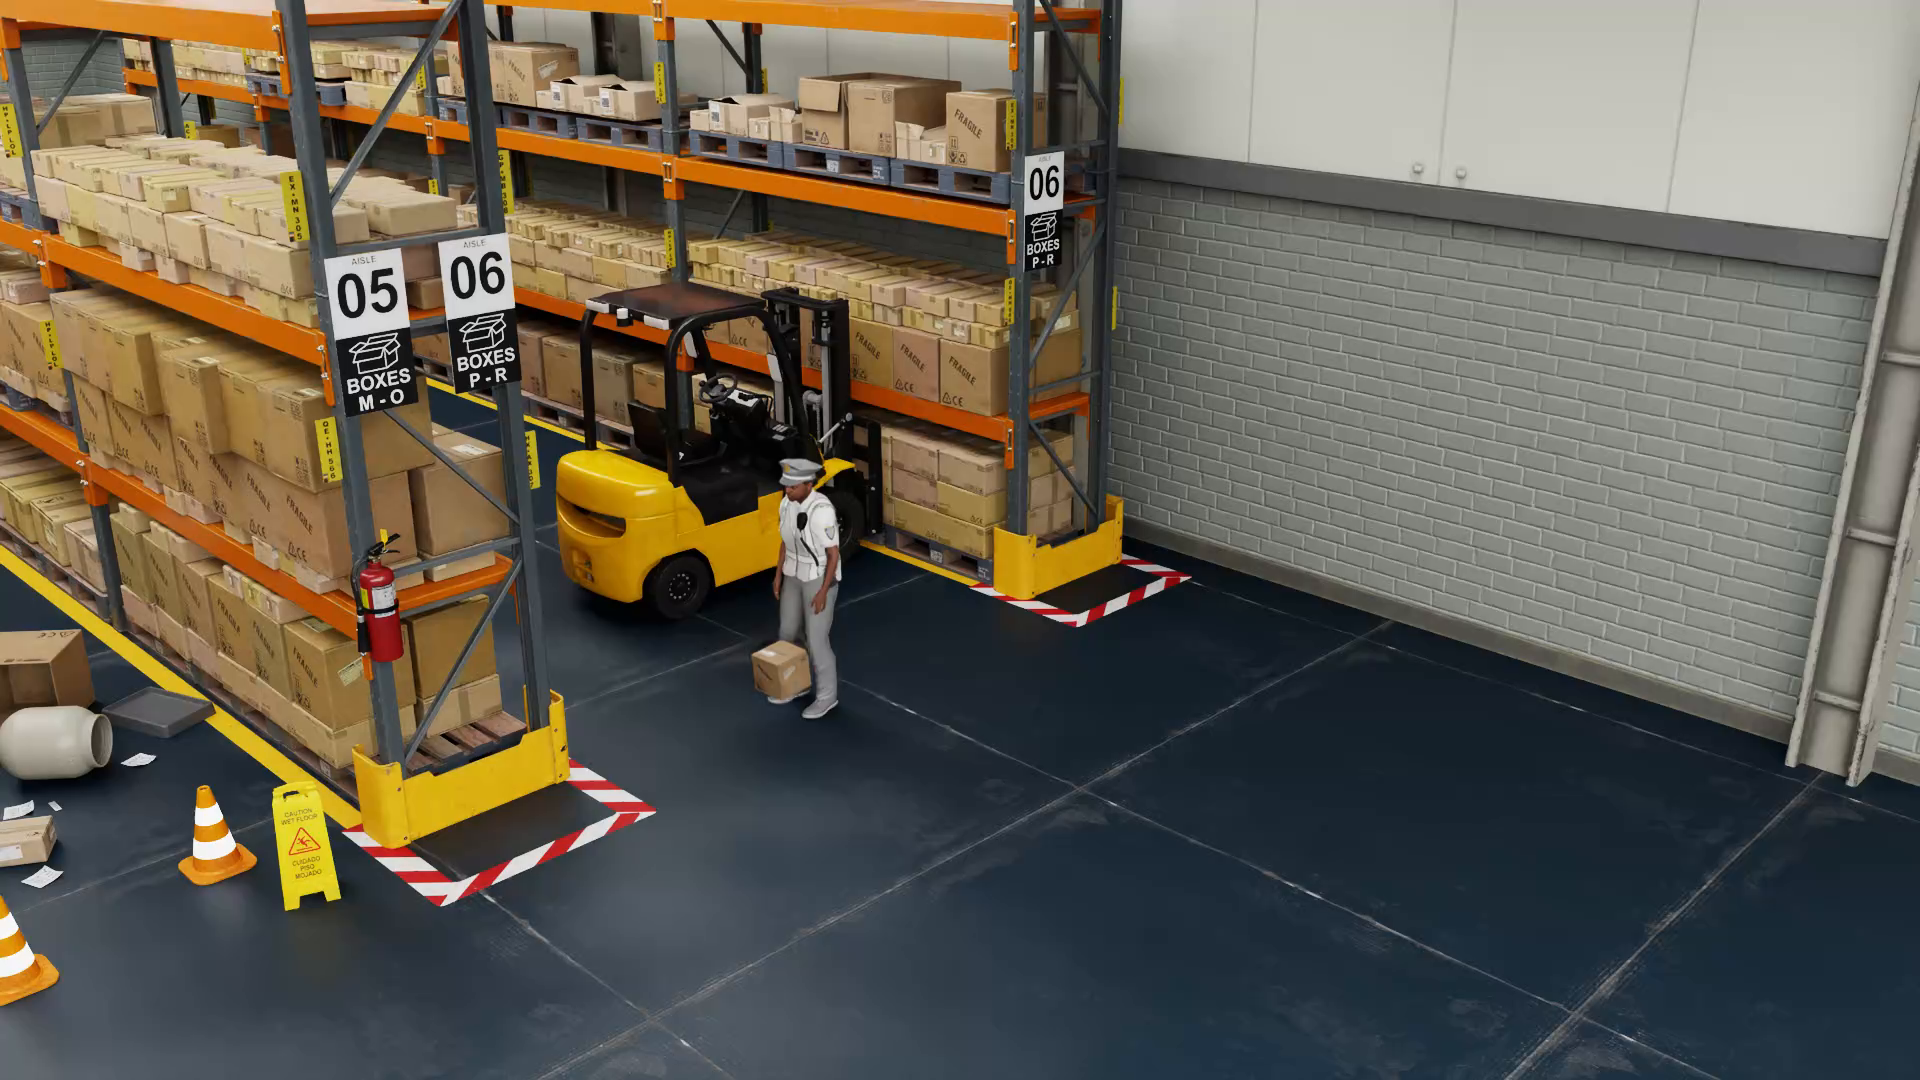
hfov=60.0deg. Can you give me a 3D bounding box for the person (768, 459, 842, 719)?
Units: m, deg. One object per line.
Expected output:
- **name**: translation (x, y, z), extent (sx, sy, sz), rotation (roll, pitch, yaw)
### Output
- **person**: translation (-0.953, 0.271, 10.355), extent (0.498, 1.665, 0.374), rotation (18, 27, 39)
